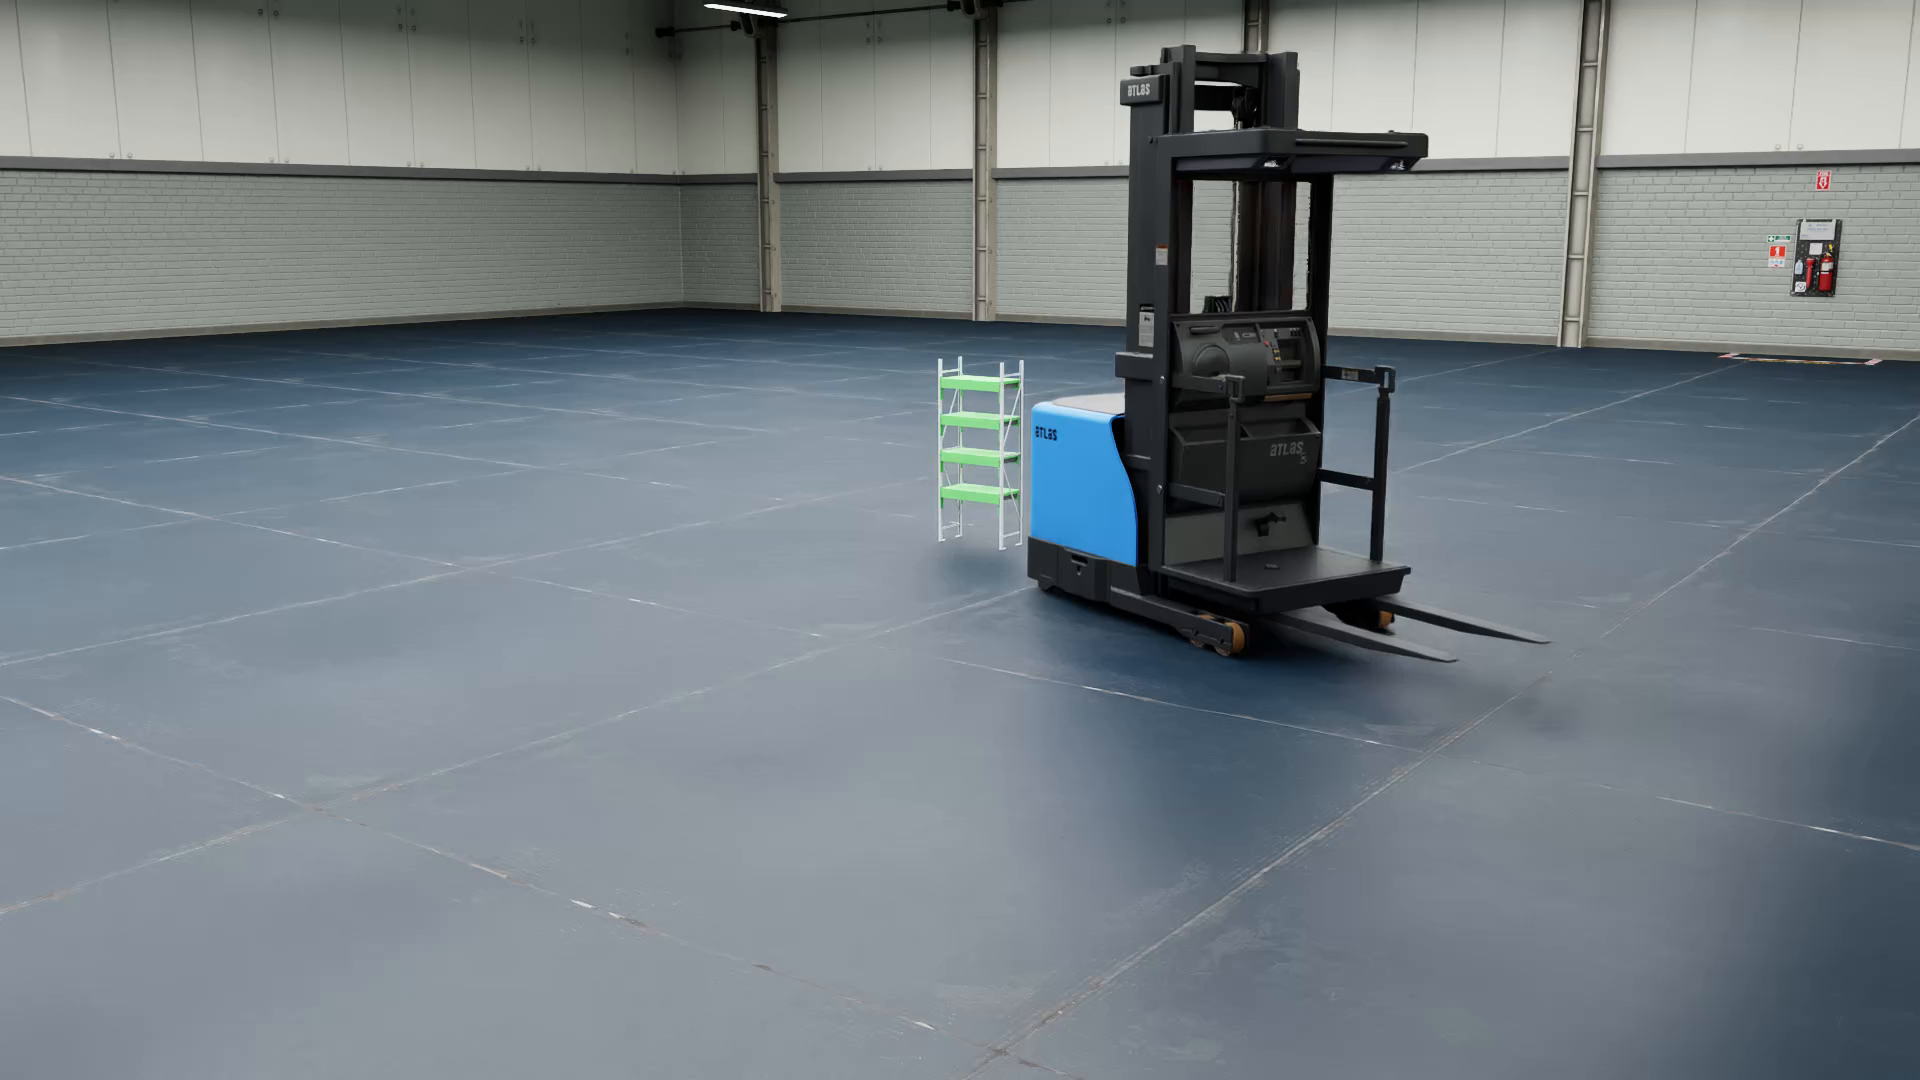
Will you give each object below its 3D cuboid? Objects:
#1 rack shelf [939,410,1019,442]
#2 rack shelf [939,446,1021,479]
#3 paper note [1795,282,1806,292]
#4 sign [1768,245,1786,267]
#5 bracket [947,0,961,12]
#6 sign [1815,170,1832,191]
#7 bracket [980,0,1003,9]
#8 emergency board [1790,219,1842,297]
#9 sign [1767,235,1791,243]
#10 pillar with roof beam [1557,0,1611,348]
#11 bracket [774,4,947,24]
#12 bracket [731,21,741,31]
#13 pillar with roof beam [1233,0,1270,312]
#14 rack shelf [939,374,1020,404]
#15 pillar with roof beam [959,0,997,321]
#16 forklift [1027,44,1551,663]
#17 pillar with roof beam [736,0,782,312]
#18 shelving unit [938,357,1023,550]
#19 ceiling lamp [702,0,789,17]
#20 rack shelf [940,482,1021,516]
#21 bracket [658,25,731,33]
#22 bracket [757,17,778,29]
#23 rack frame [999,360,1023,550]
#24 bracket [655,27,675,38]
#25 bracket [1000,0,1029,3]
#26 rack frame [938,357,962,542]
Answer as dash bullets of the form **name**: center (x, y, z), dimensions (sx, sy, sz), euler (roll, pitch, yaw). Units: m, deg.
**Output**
- **rack shelf**: center (0.133, -0.743, 10.786), dimensions (0.480, 0.148, 0.258), euler (8, 13, 36)
- **rack shelf**: center (0.133, -0.508, 10.832), dimensions (0.480, 0.148, 0.258), euler (8, 13, 36)
- **paper note**: center (12.944, -3.899, 25.605), dimensions (0.142, 0.148, 0.016), euler (8, 13, 36)
- **sign**: center (12.661, -4.396, 25.763), dimensions (0.234, 0.329, 0.001), euler (8, 13, 36)
- **bracket**: center (-0.038, -10.746, 33.406), dimensions (0.430, 0.232, 0.235), euler (8, 13, 36)
- **sign**: center (13.098, -5.455, 25.227), dimensions (0.199, 0.298, 0.001), euler (8, 13, 36)
- **bracket**: center (0.632, -10.652, 32.924), dimensions (0.430, 0.232, 0.235), euler (8, 13, 36)
- **emergency board**: center (13.046, -4.301, 25.363), dimensions (0.643, 1.169, 0.194), euler (8, 13, 36)
- **sign**: center (12.660, -4.655, 25.703), dimensions (0.331, 0.109, 0.001), euler (8, 13, 36)
- **pillar with roof beam**: center (7.631, -6.978, 23.407), dimensions (0.400, 9.000, 9.100), euler (8, 13, 36)
- **bracket**: center (-2.128, -11.037, 34.913), dimensions (4.783, 0.066, 0.076), euler (8, 13, 36)
- **bracket**: center (-4.874, -11.420, 36.893), dimensions (0.430, 0.232, 0.235), euler (8, 13, 36)
- **pillar with roof beam**: center (2.795, -7.653, 26.894), dimensions (0.400, 9.000, 9.100), euler (8, 13, 36)
- **rack shelf**: center (0.133, -0.979, 10.740), dimensions (0.480, 0.148, 0.258), euler (8, 13, 36)
- **pillar with roof beam**: center (-2.041, -8.327, 30.381), dimensions (0.548, 9.000, 9.100), euler (8, 13, 36)
- **forklift**: center (1.590, -0.975, 8.354), dimensions (1.130, 2.935, 3.031), euler (-7, 13, -31)
- **pillar with roof beam**: center (-6.877, -9.002, 33.868), dimensions (0.548, 9.000, 9.100), euler (8, 13, 36)
- **shelving unit**: center (0.133, -0.570, 10.820), dimensions (0.503, 1.200, 0.258), euler (8, 13, 36)
- **ceiling lamp**: center (-4.151, -11.333, 30.549), dimensions (0.800, 3.185, 2.000), euler (8, 13, 36)
- **rack shelf**: center (0.133, -0.272, 10.877), dimensions (0.480, 0.148, 0.258), euler (8, 13, 36)
- **bracket**: center (-6.308, -11.620, 37.927), dimensions (3.189, 0.066, 0.076), euler (8, 13, 36)
- **bracket**: center (-4.205, -11.327, 36.411), dimensions (0.430, 0.232, 0.235), euler (8, 13, 36)
- **rack frame**: center (0.330, -0.543, 10.678), dimensions (0.015, 1.200, 0.240), euler (8, 13, 36)
- **bracket**: center (-6.784, -11.687, 38.270), dimensions (0.430, 0.232, 0.235), euler (8, 13, 36)
- **bracket**: center (2.708, -10.363, 31.426), dimensions (4.783, 0.066, 0.076), euler (8, 13, 36)
- **rack frame**: center (-0.063, -0.598, 10.961), dimensions (0.015, 1.200, 0.240), euler (8, 13, 36)
